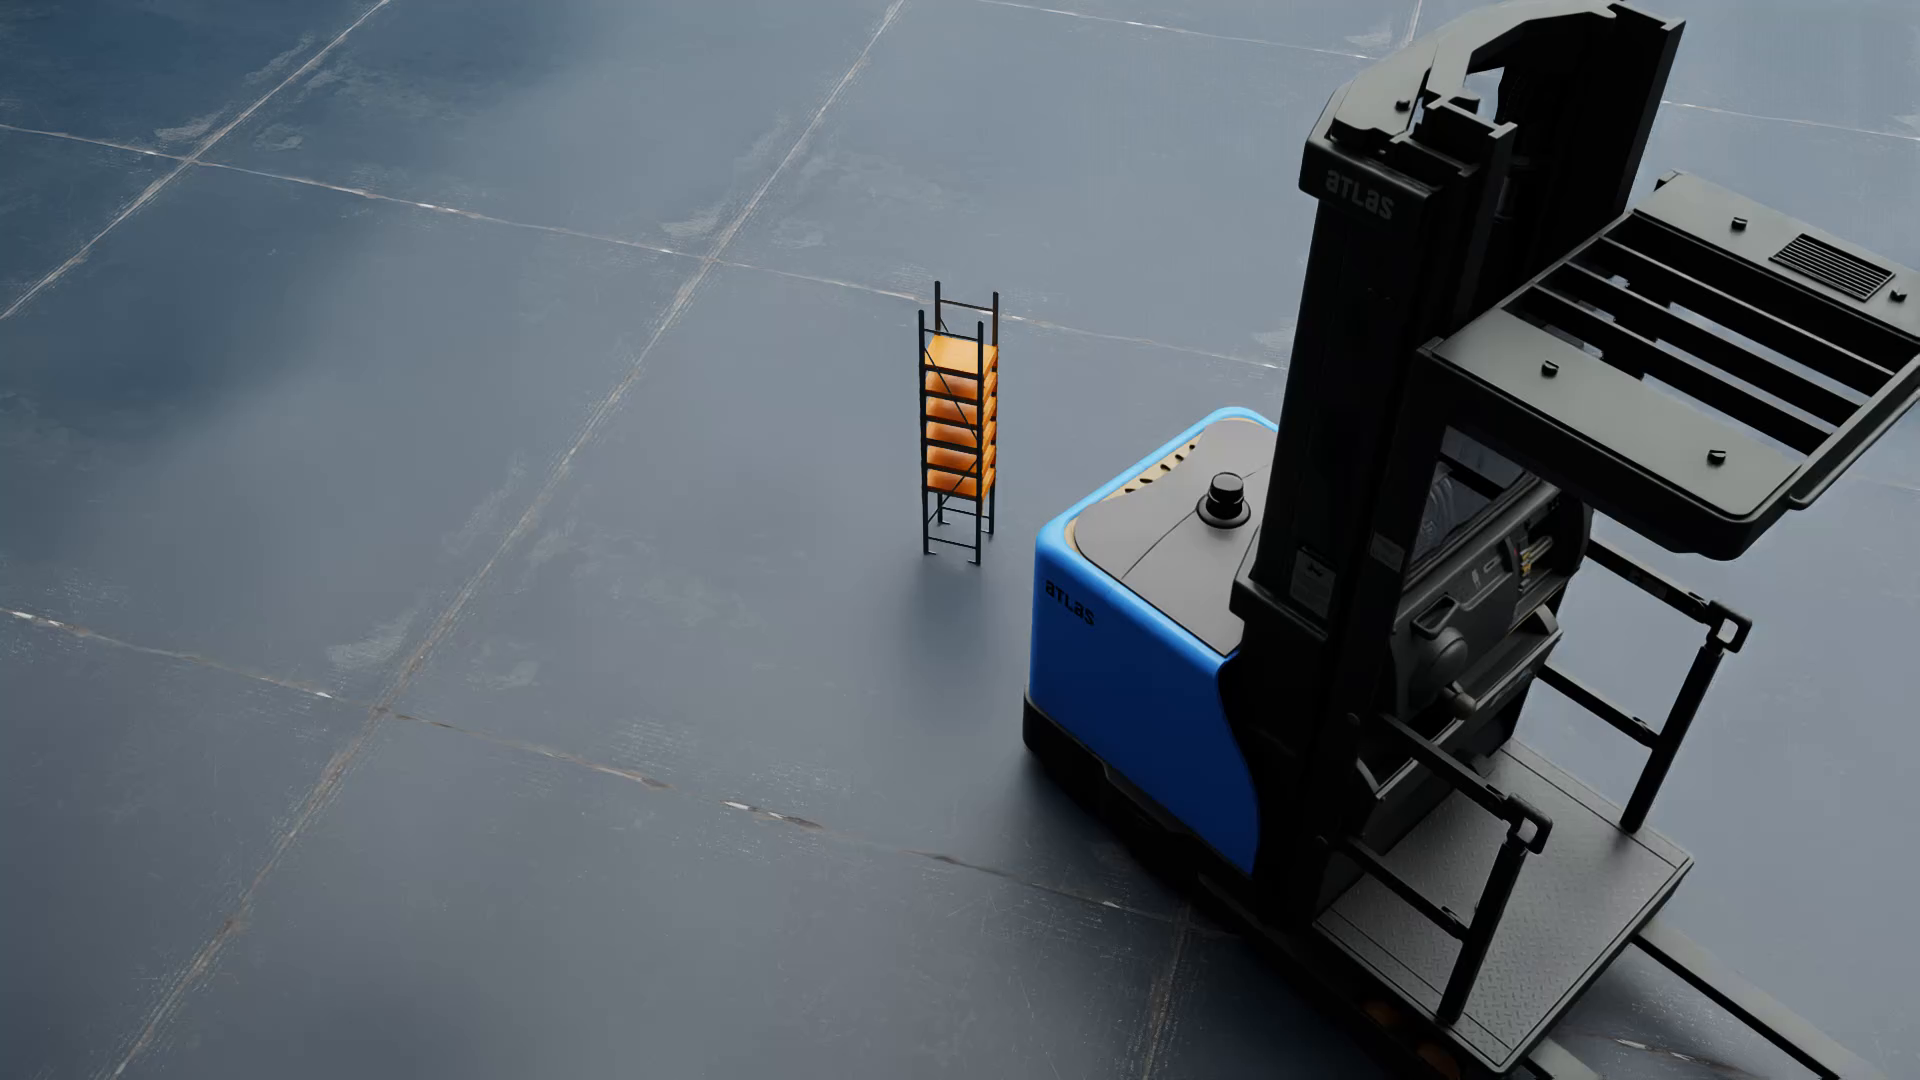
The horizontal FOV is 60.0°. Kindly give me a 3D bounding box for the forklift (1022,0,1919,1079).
[{"bbox_3d":[1.596,0.219,4.430,1.130,2.935,3.031,-33,53,-29],"label":"forklift"}]

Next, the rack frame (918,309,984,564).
[{"bbox_3d":[-0.032,-0.358,6.258,0.240,1.200,0.006,13,46,12],"label":"rack frame"}]

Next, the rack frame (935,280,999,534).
[{"bbox_3d":[0.023,-0.480,6.383,0.240,1.200,0.006,13,46,12],"label":"rack frame"}]

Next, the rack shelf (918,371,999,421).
[{"bbox_3d":[-0.004,-0.559,6.184,0.258,0.103,0.180,13,46,12],"label":"rack shelf"}]

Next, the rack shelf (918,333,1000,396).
[{"bbox_3d":[-0.004,-0.645,6.100,0.258,0.103,0.180,13,46,12],"label":"rack shelf"}]

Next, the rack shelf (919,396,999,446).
[{"bbox_3d":[-0.004,-0.473,6.268,0.258,0.103,0.180,13,46,12],"label":"rack shelf"}]

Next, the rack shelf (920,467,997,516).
[{"bbox_3d":[-0.004,-0.216,6.519,0.258,0.103,0.180,13,46,12],"label":"rack shelf"}]

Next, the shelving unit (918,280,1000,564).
[{"bbox_3d":[-0.004,-0.419,6.321,0.258,1.200,0.189,13,46,12],"label":"shelving unit"}]

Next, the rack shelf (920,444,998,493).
[{"bbox_3d":[-0.004,-0.302,6.436,0.258,0.103,0.180,13,46,12],"label":"rack shelf"}]

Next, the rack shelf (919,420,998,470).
[{"bbox_3d":[-0.004,-0.387,6.352,0.258,0.103,0.180,13,46,12],"label":"rack shelf"}]
